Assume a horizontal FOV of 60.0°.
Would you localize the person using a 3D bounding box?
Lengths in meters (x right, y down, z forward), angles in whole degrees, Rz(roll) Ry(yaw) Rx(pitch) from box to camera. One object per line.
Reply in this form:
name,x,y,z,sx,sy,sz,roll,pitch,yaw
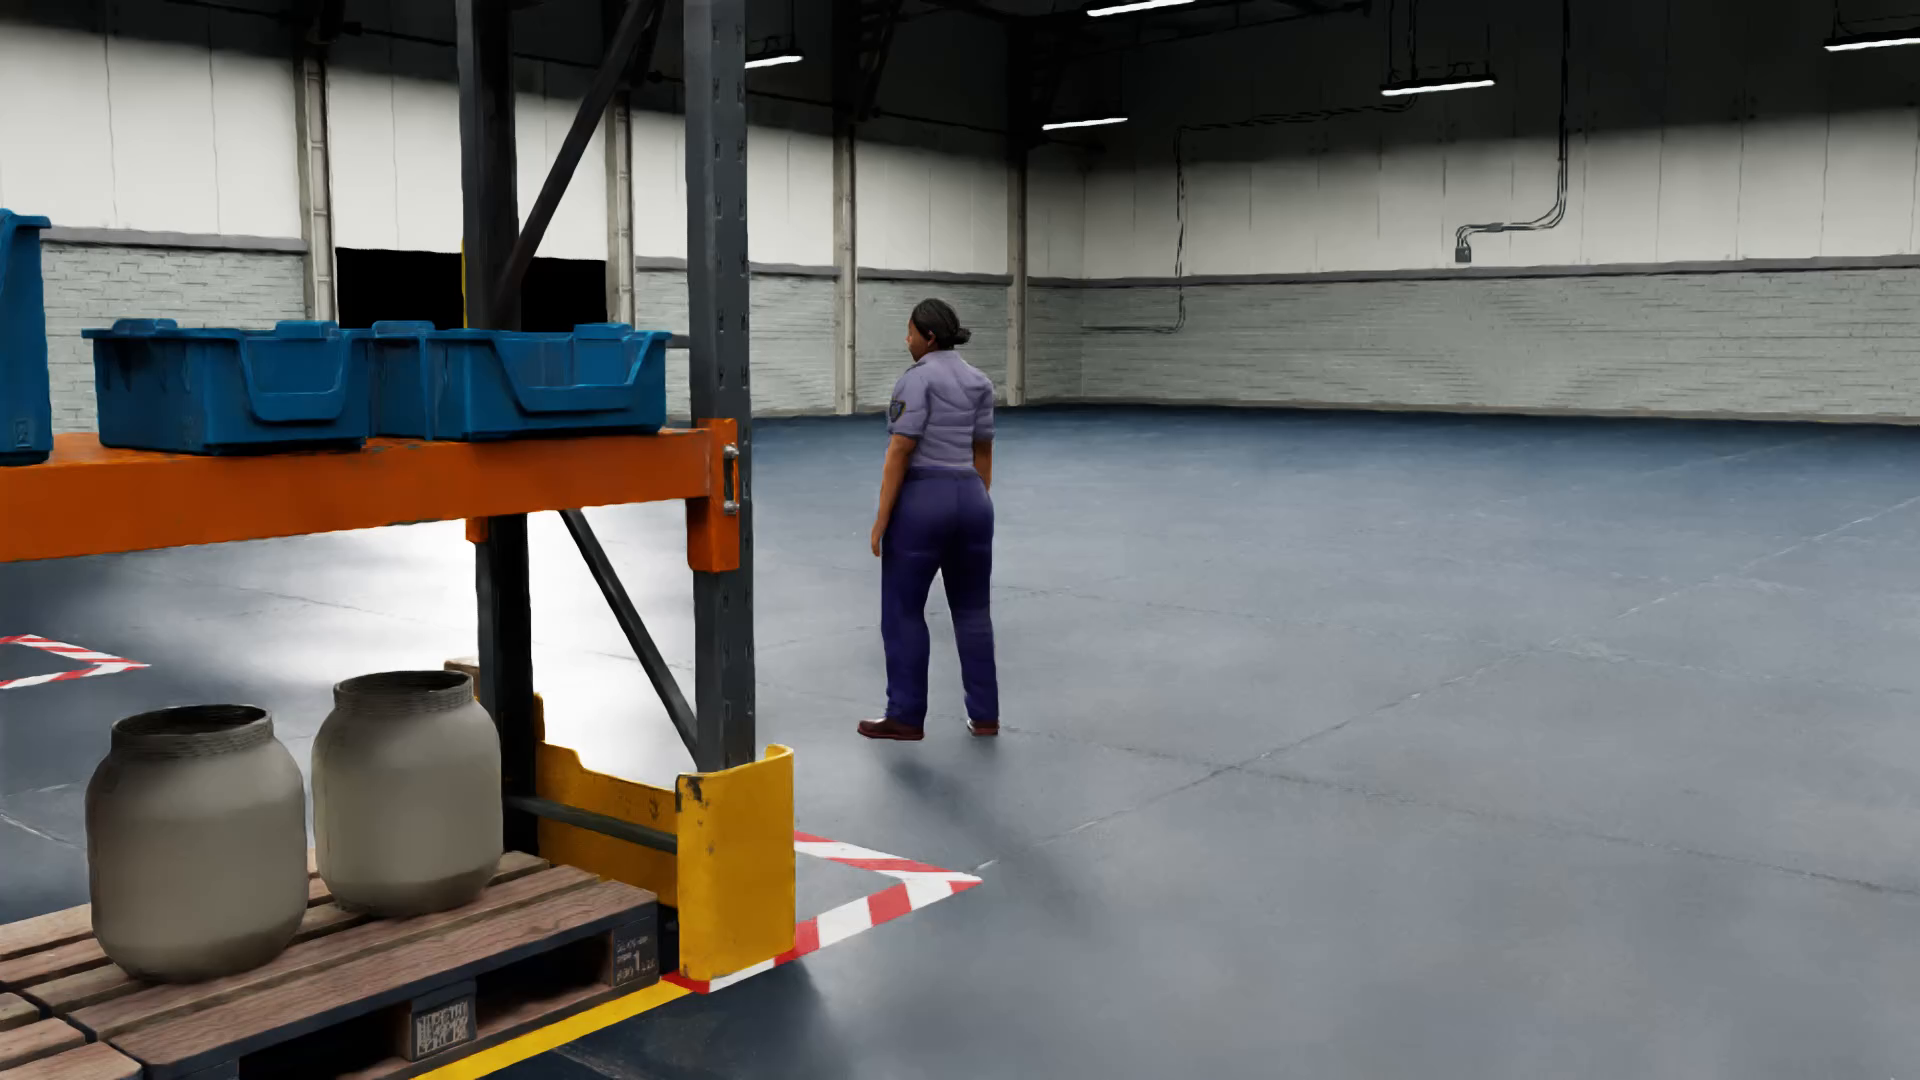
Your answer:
person,-0.089,-0.070,6.248,0.566,1.641,0.404,-5,9,-39
